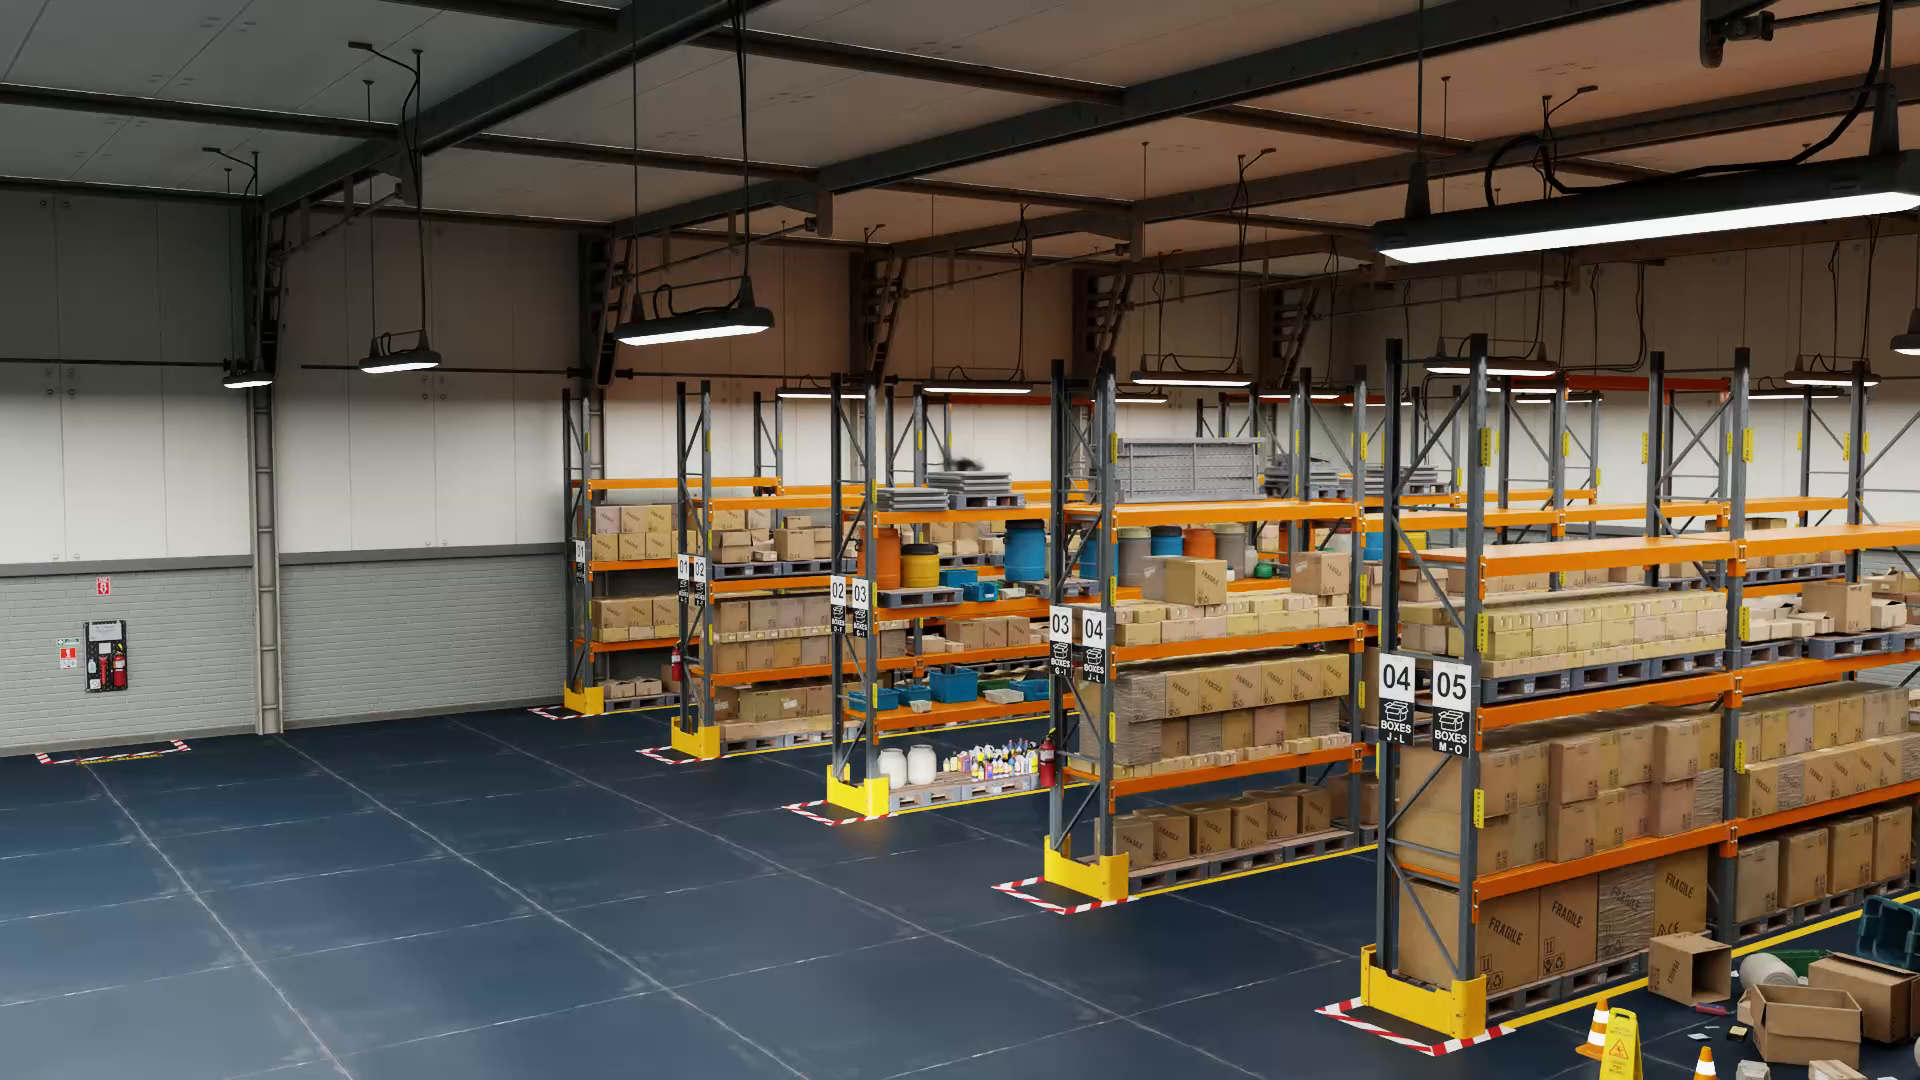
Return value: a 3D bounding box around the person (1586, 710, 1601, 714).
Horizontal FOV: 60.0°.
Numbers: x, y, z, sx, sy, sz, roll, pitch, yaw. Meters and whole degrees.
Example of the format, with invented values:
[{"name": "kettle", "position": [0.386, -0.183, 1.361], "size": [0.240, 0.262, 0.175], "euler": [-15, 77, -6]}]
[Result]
[{"name": "person", "position": [8.006, 2.929, 21.166], "size": [0.580, 1.745, 0.689], "euler": [-3, 5, -40]}]
